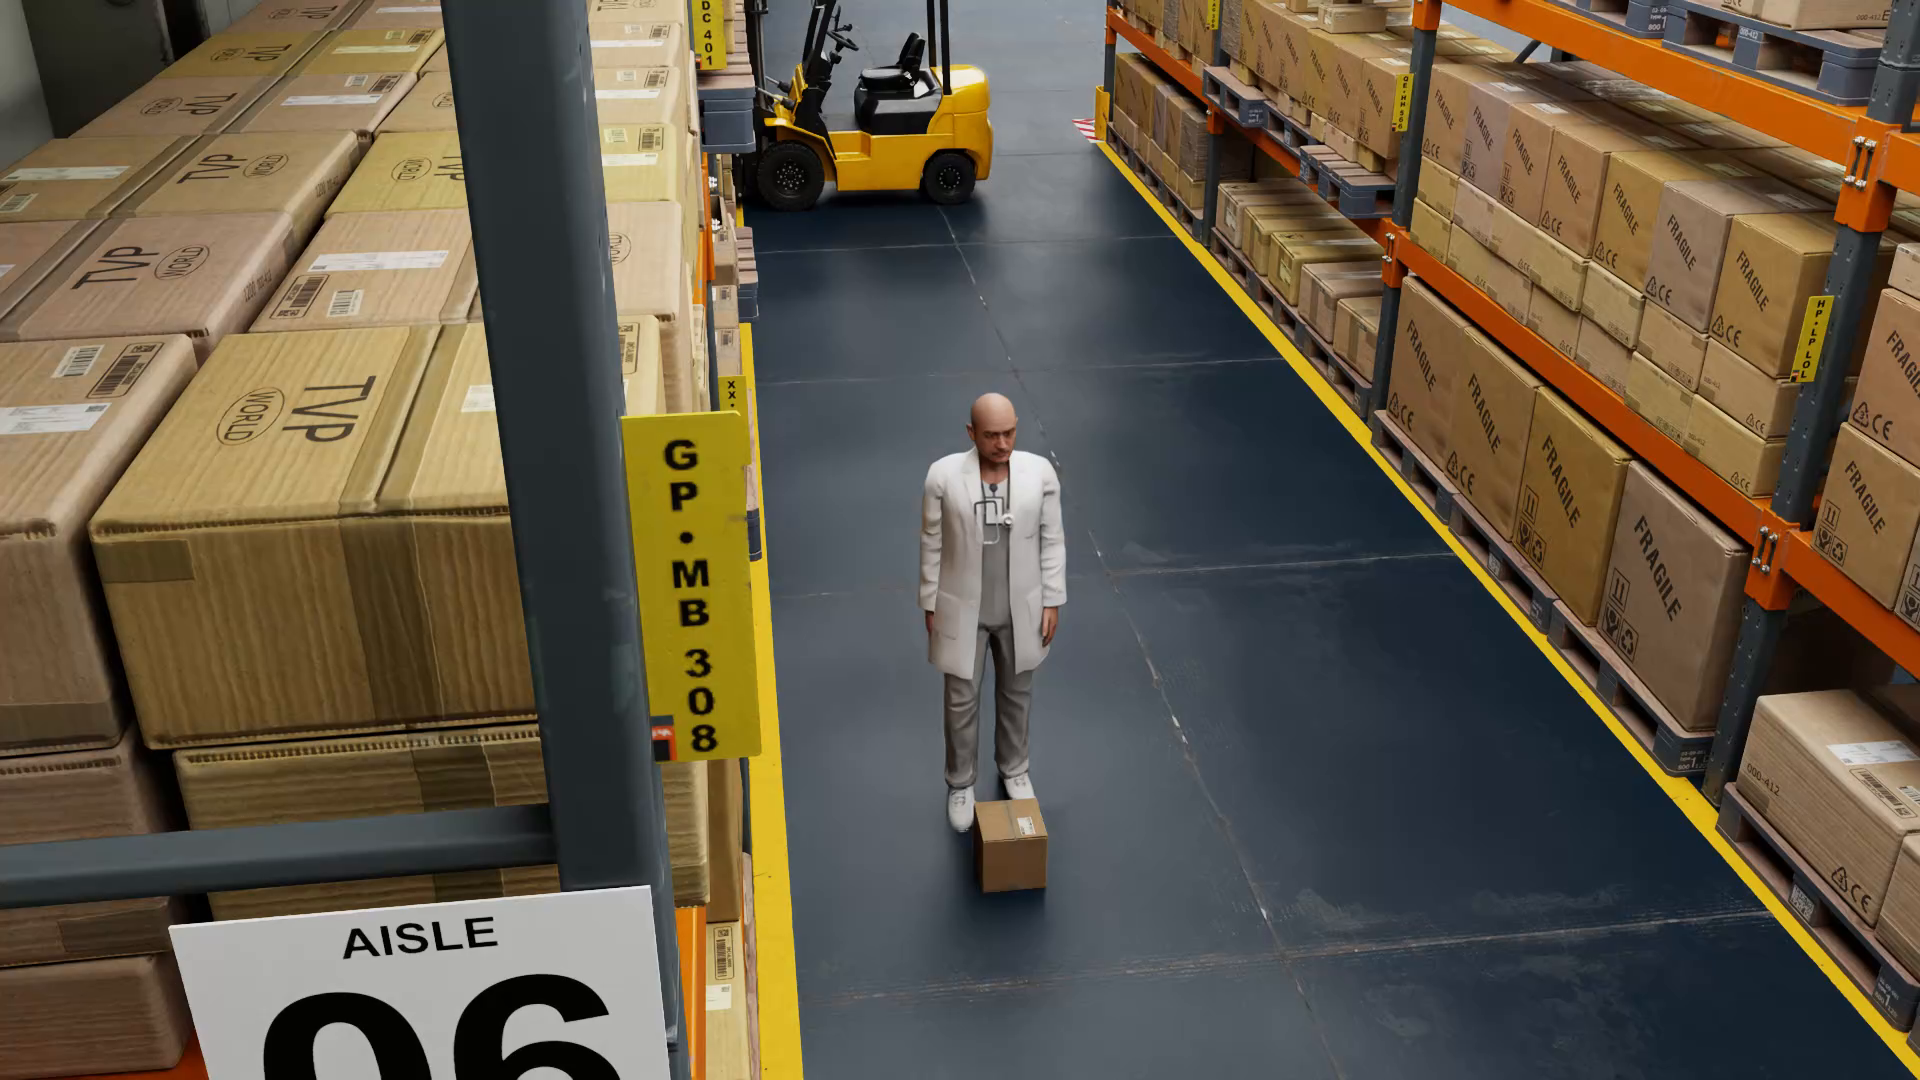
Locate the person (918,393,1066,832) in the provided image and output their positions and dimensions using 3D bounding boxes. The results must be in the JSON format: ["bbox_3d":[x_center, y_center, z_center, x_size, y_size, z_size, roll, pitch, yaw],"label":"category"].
[{"bbox_3d":[0.131,0.292,6.564,0.583,1.812,0.429,-4,27,-7],"label":"person"}]
